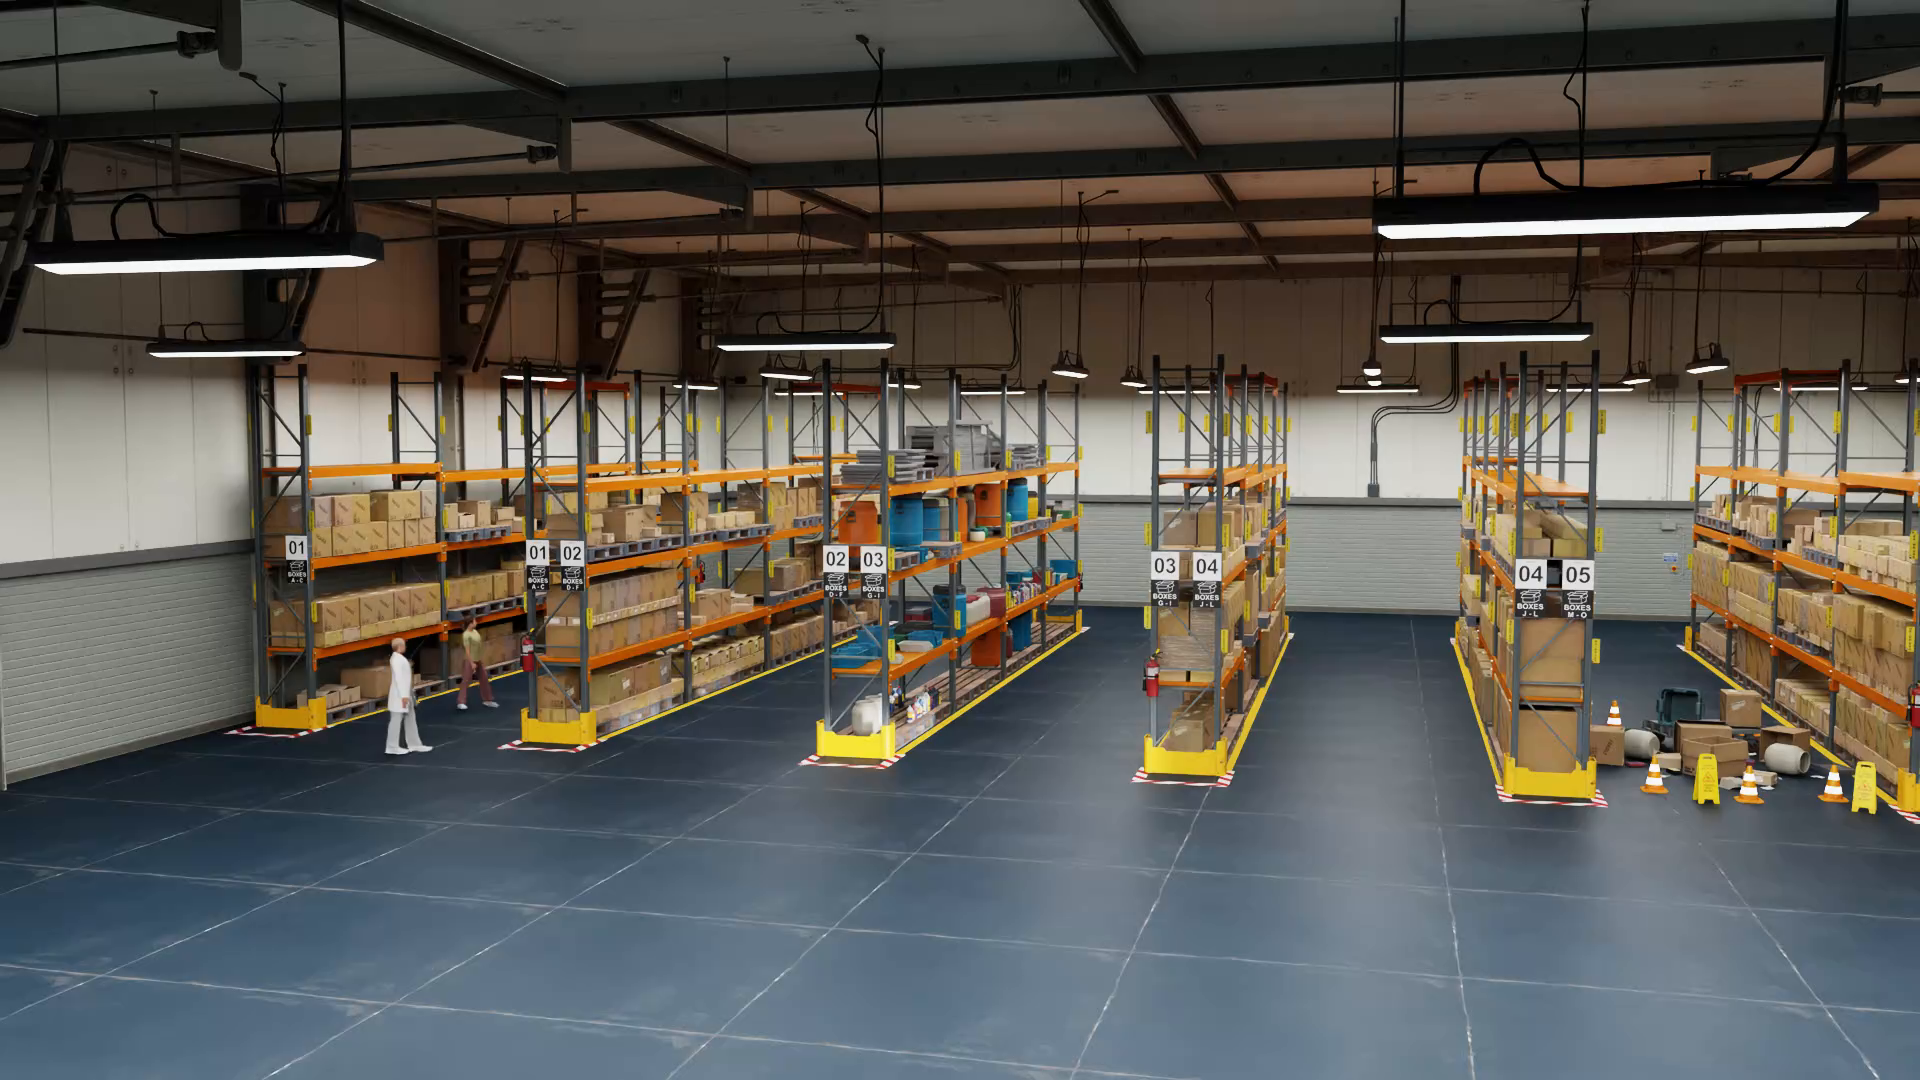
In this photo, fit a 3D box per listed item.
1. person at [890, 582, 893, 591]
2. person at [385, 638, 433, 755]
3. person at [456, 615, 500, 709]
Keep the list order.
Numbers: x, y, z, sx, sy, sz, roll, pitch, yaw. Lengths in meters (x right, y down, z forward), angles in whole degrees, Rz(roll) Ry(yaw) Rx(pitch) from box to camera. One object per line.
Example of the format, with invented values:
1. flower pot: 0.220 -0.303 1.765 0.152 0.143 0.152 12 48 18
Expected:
1. person: -2.069 1.212 42.816 0.631 1.870 0.470 1 4 16
2. person: -8.432 2.374 25.304 0.644 1.783 0.617 0 4 -1
3. person: -8.557 2.153 29.393 0.581 1.682 0.626 1 4 19
